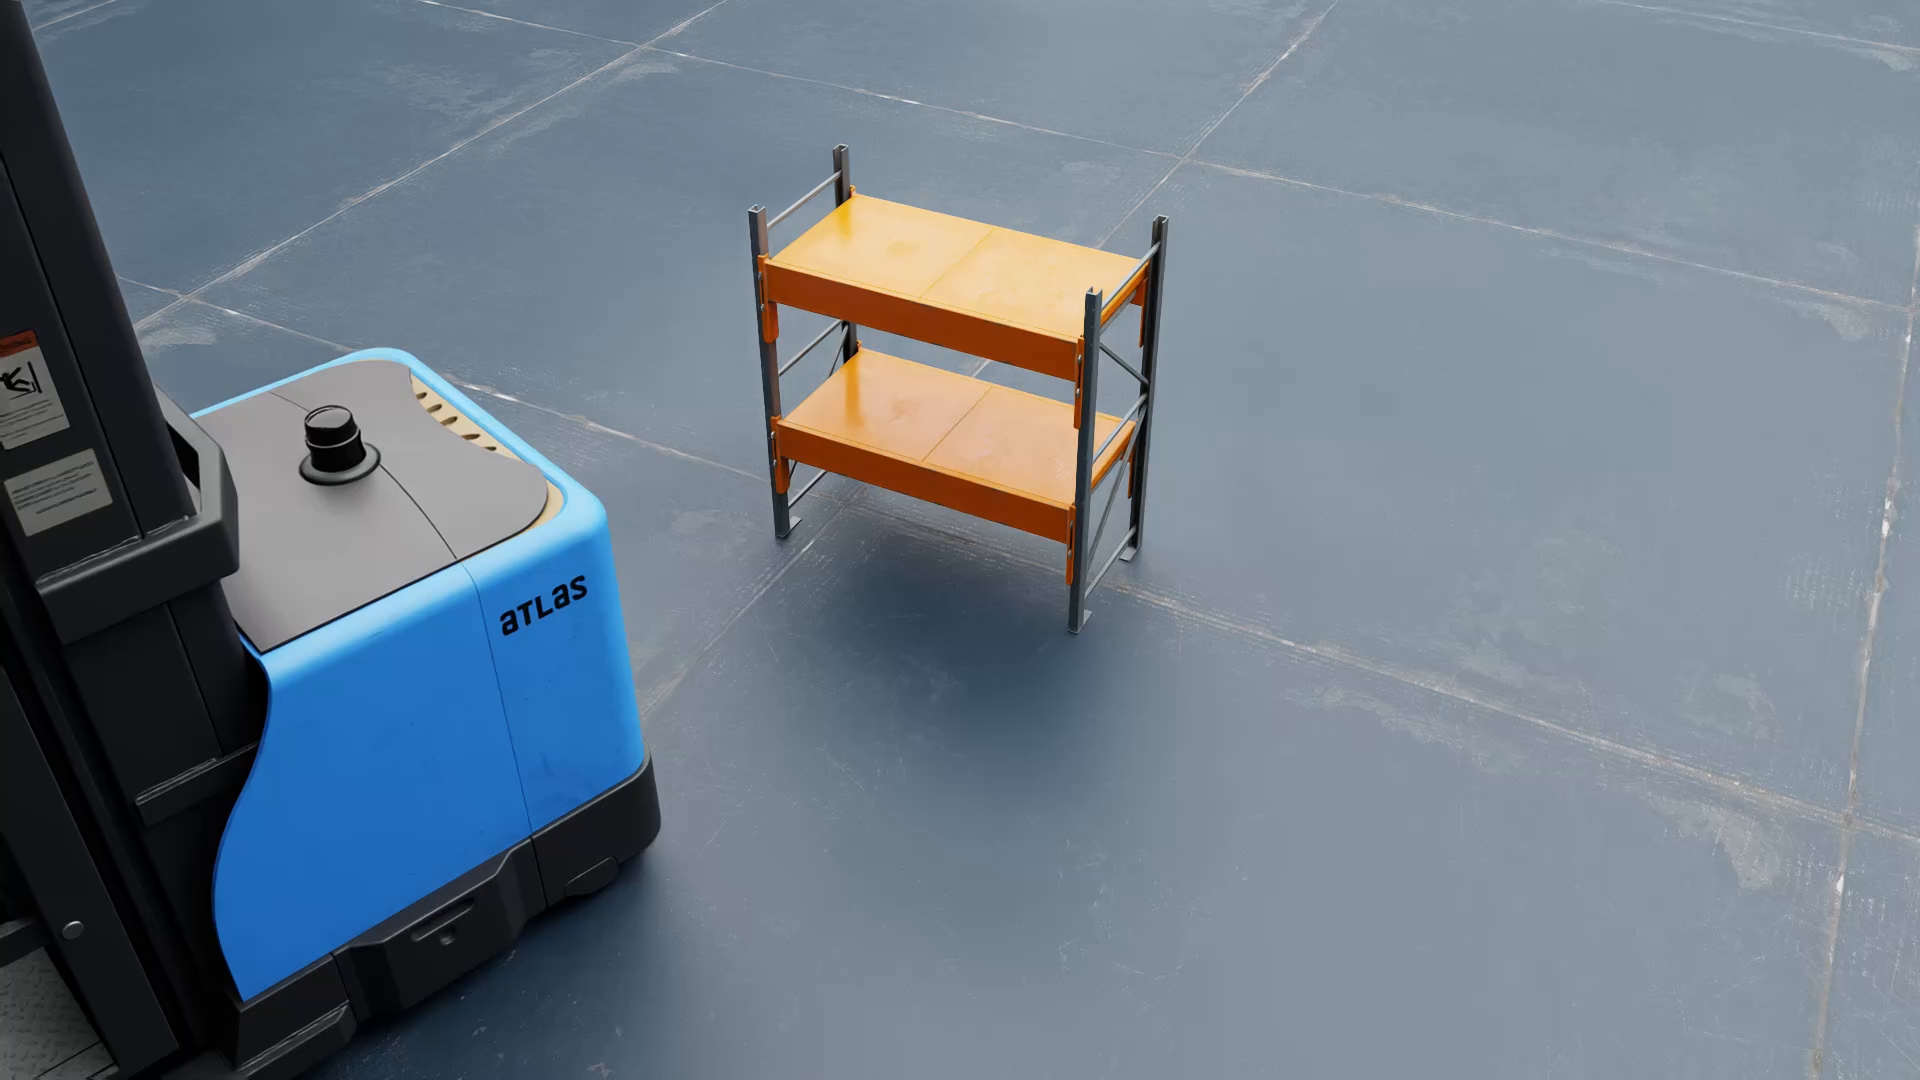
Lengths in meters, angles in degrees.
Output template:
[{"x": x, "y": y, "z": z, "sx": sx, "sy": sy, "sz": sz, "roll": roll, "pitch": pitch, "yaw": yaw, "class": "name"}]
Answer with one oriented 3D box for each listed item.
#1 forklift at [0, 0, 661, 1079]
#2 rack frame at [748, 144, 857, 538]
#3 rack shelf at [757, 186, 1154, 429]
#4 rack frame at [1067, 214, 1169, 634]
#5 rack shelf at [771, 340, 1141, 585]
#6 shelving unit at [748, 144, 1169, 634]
[{"x": -2.174, "y": 0.006, "z": 2.818, "sx": 3.031, "sy": 2.935, "sz": 1.130, "roll": -29, "pitch": 46, "yaw": -33, "class": "forklift"}, {"x": -0.457, "y": -0.591, "z": 5.099, "sx": 0.032, "sy": 1.125, "sz": 0.500, "roll": 17, "pitch": 41, "yaw": 21, "class": "rack frame"}, {"x": -0.006, "y": -0.683, "z": 4.735, "sx": 1.000, "sy": 0.278, "sz": 0.538, "roll": 17, "pitch": 41, "yaw": 21, "class": "rack shelf"}, {"x": 0.445, "y": -0.309, "z": 4.726, "sx": 0.032, "sy": 1.125, "sz": 0.500, "roll": 17, "pitch": 41, "yaw": 21, "class": "rack frame"}, {"x": -0.006, "y": -0.255, "z": 5.060, "sx": 1.000, "sy": 0.278, "sz": 0.538, "roll": 17, "pitch": 41, "yaw": 21, "class": "rack shelf"}, {"x": -0.006, "y": -0.450, "z": 4.912, "sx": 1.048, "sy": 1.125, "sz": 0.538, "roll": 17, "pitch": 41, "yaw": 21, "class": "shelving unit"}]
